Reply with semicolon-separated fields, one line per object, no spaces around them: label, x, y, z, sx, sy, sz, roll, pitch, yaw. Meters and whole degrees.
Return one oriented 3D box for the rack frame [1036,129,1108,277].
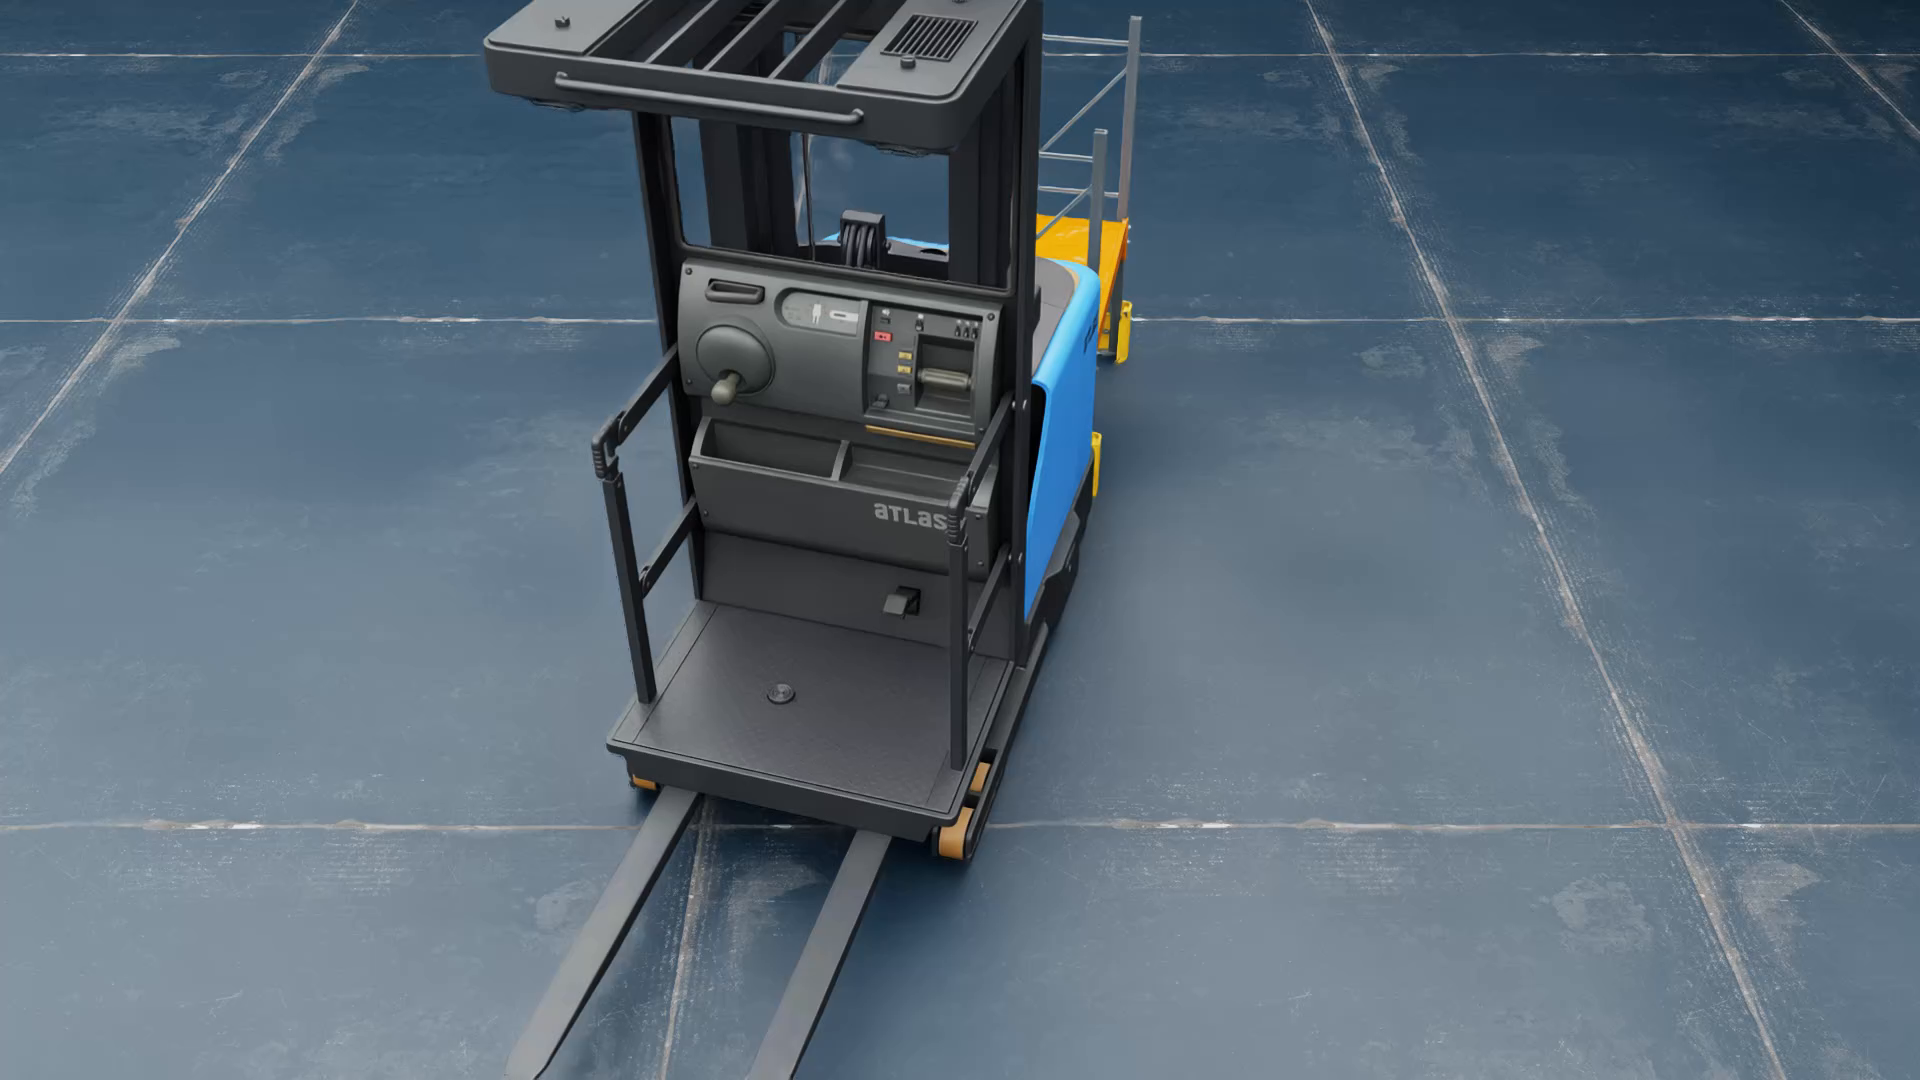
rack frame;0.247;-0.808;6.059;0.500;1.500;0.032;7;39;9

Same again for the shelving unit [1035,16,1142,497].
shelving unit;0.345;-1.114;6.441;0.587;1.500;1.083;7;39;9

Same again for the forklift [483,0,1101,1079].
forklift;-0.405;-0.455;4.474;1.130;2.935;3.031;10;40;13

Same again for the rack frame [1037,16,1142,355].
rack frame;0.446;-1.432;6.837;0.500;1.500;0.032;7;39;9

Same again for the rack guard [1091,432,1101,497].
rack guard;0.247;-0.321;6.451;0.587;0.250;0.087;7;39;9

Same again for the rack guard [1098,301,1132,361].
rack guard;0.442;-0.932;7.213;0.587;0.250;0.087;7;39;9

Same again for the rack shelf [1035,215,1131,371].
rack shelf;0.346;-0.980;6.561;0.538;0.185;1.000;7;39;9
